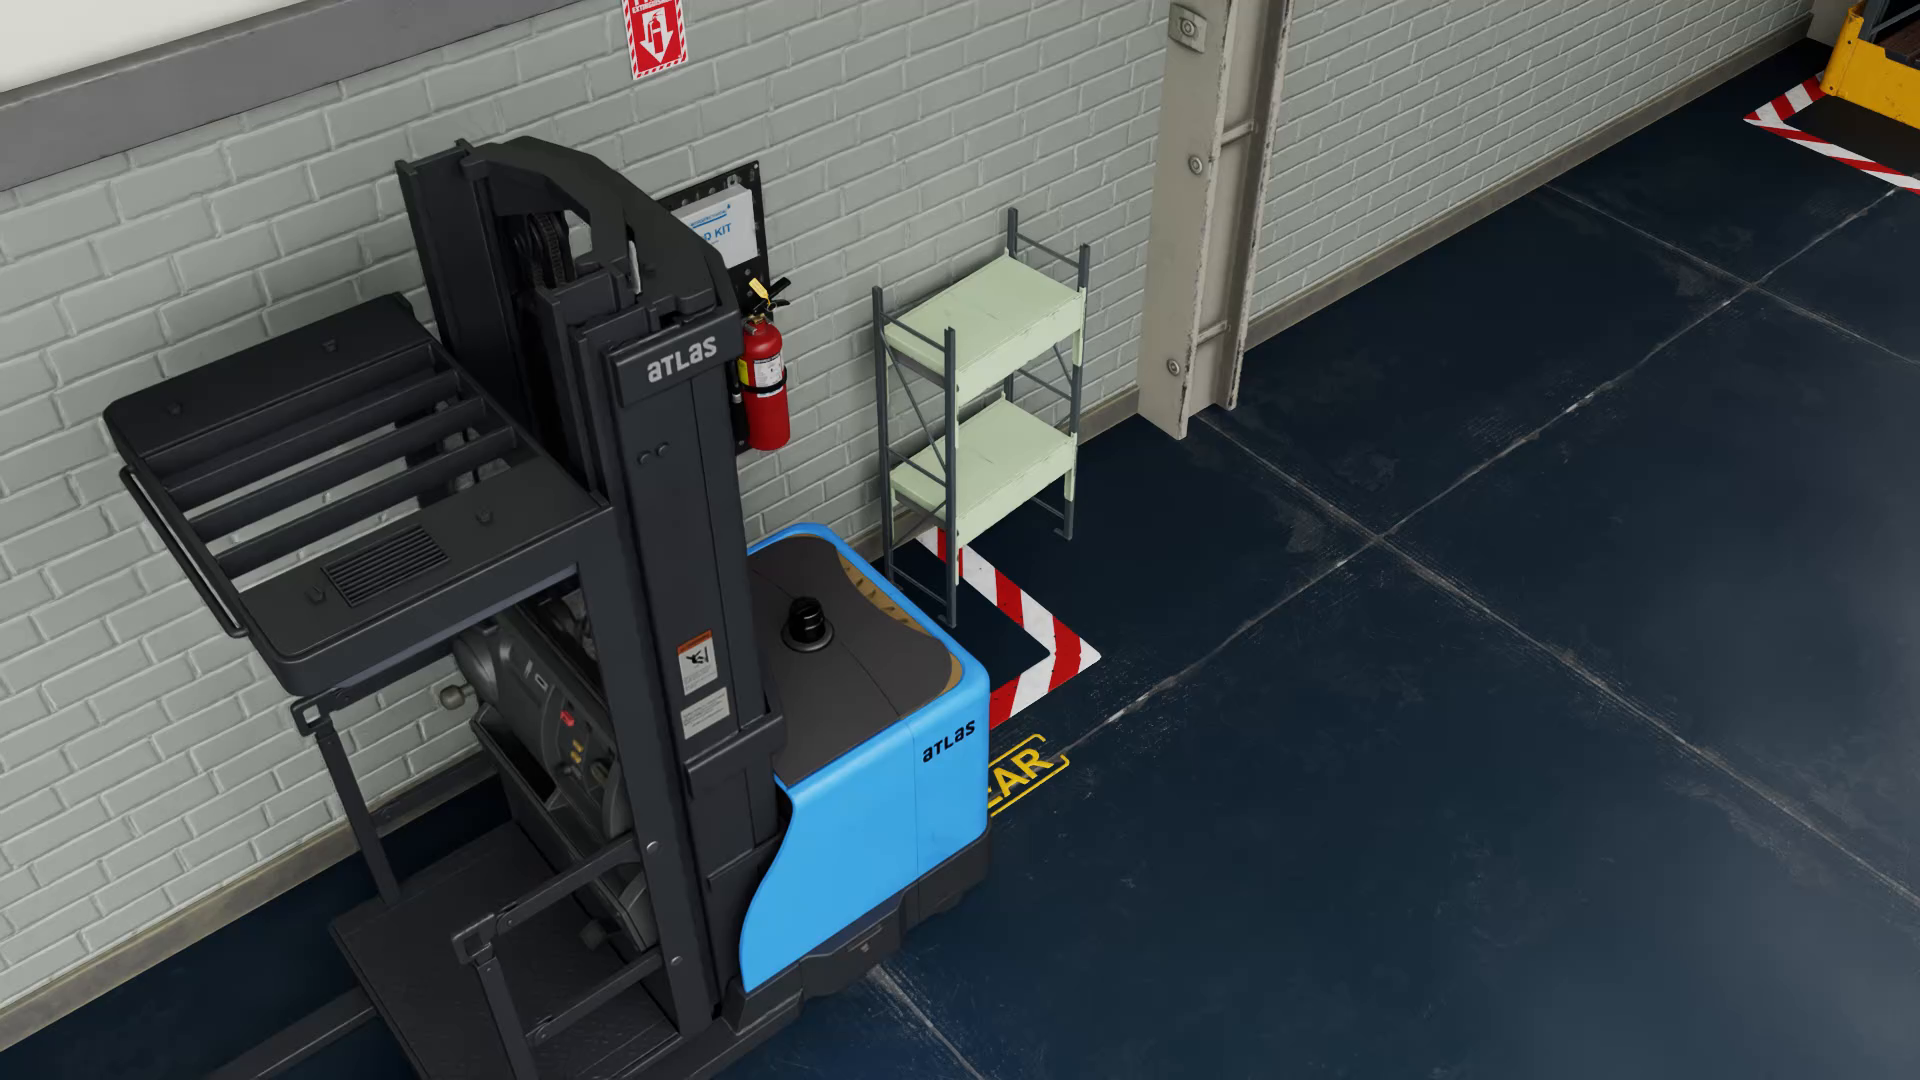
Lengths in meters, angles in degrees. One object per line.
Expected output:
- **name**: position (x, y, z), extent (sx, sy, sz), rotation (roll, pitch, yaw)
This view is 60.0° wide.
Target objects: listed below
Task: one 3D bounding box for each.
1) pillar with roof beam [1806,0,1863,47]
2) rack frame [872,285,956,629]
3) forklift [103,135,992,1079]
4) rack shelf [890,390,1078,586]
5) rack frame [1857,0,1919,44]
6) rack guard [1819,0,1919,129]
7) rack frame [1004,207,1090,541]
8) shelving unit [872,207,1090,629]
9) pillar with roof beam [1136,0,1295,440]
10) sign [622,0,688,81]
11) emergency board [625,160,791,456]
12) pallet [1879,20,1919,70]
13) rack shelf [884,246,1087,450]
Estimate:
- **pillar with roof beam**: position (8.435, -4.287, 5.241), extent (0.400, 9.000, 9.100), rotation (-30, 51, -28)
- **rack frame**: position (-0.168, -0.280, 6.453), extent (0.400, 1.500, 0.023), rotation (33, 52, 30)
- **forklift**: position (-1.350, 0.520, 4.555), extent (3.031, 2.935, 1.130), rotation (-29, 51, -28)
- **rack shelf**: position (0.085, -0.224, 6.869), extent (0.431, 0.370, 0.720), rotation (33, 52, 30)
- **rack frame**: position (5.691, -3.599, 8.891), extent (0.127, 3.000, 1.000), rotation (-30, 51, -28)
- **rack guard**: position (5.749, -2.721, 9.782), extent (0.348, 0.500, 1.175), rotation (-30, 51, -28)
- **rack frame**: position (0.337, -0.643, 6.839), extent (0.400, 1.500, 0.023), rotation (33, 52, 30)
- **shelving unit**: position (0.085, -0.462, 6.646), extent (0.431, 1.500, 0.755), rotation (33, 52, 30)
- **pillar with roof beam**: position (3.832, -1.651, 2.435), extent (0.400, 9.000, 9.100), rotation (-30, 51, -28)
- **sign**: position (-0.920, -1.553, 5.020), extent (0.199, 0.298, 0.001), rotation (-30, 51, -28)
- **emergency board**: position (-0.850, -0.660, 5.761), extent (0.643, 1.169, 0.194), rotation (-30, 51, -28)
- **pallet**: position (6.395, -2.954, 10.241), extent (1.213, 0.211, 1.003), rotation (-30, 51, -28)
- **rack shelf**: position (0.085, -0.746, 6.379), extent (0.431, 0.370, 0.720), rotation (33, 52, 30)
